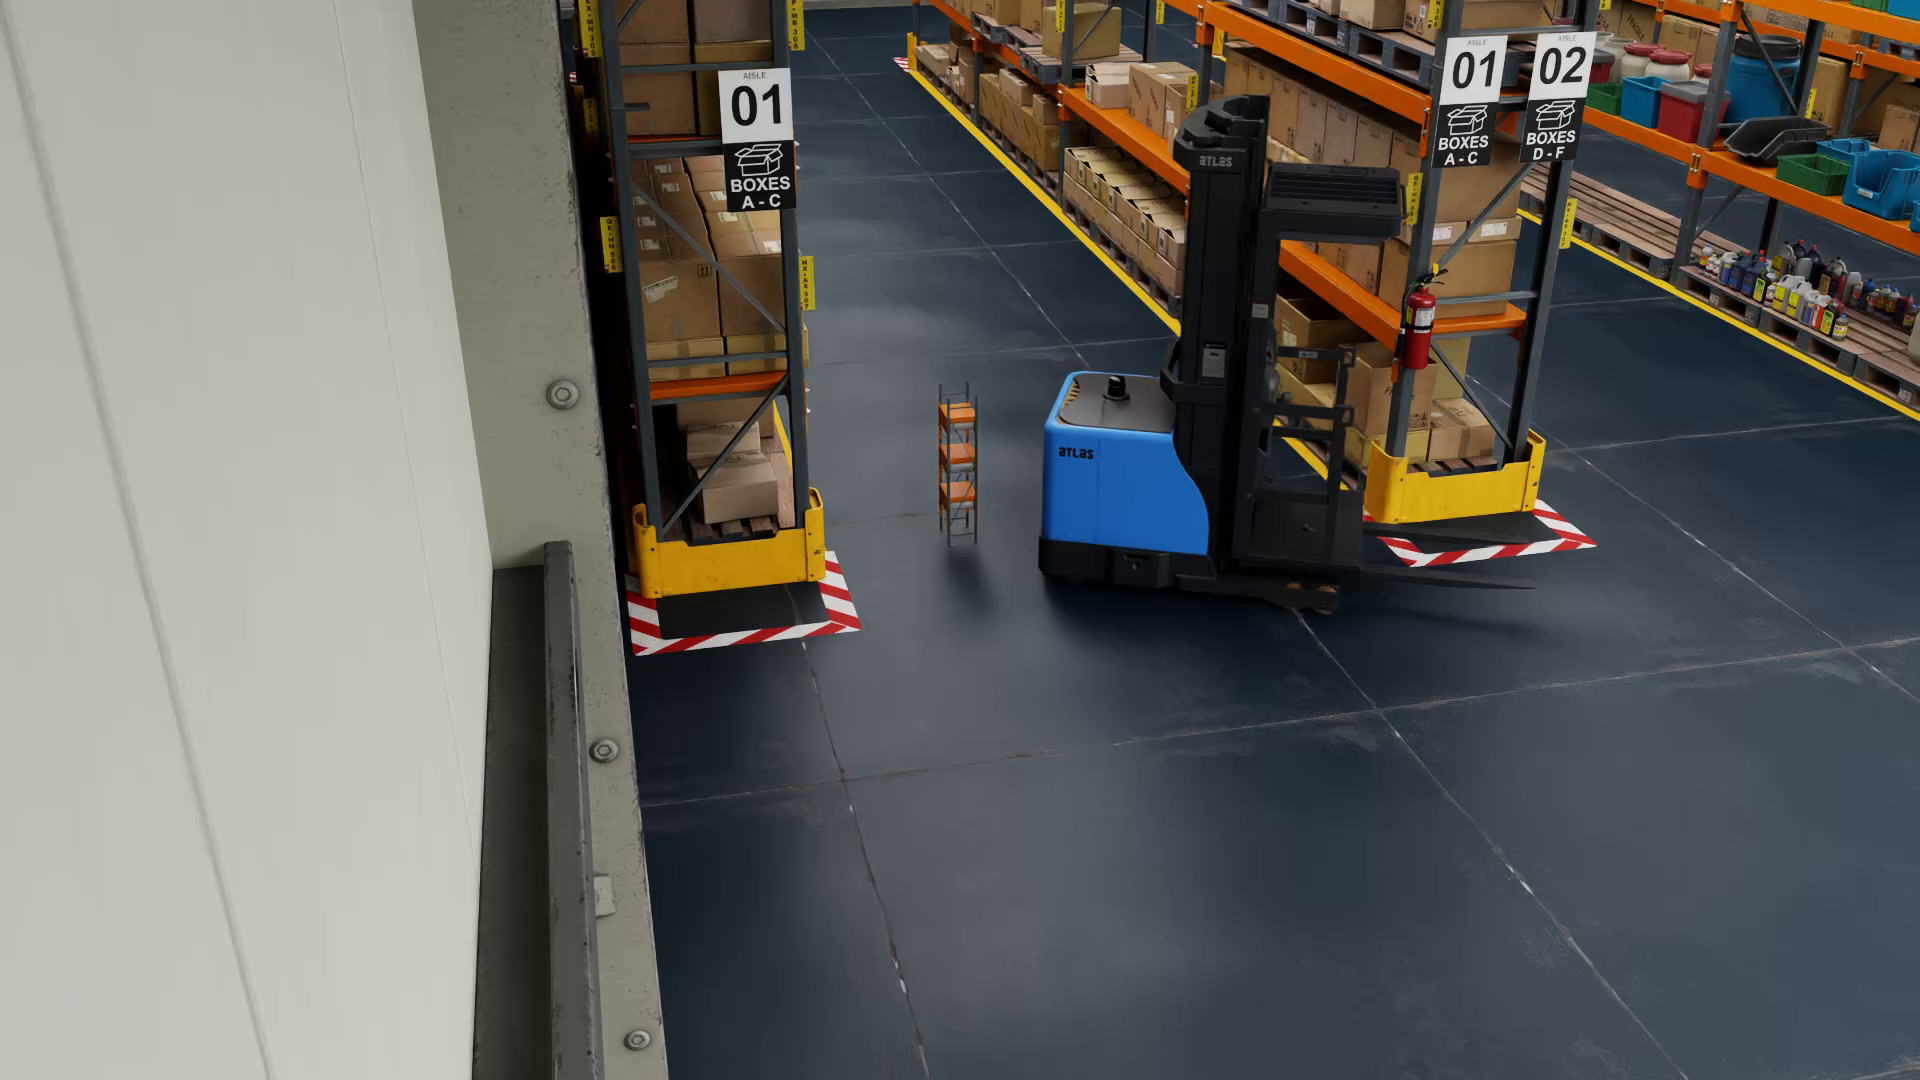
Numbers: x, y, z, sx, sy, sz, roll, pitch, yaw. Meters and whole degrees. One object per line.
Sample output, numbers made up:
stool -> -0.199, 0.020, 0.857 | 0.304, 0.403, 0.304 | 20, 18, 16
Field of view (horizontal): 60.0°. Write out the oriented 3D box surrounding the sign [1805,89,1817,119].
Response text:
sign -> 7.852, -4.006, 15.397 | 0.100, 0.325, 0.005 | -6, 27, -12

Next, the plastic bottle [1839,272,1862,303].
plastic bottle -> 7.888, -2.261, 14.781 | 0.152, 0.276, 0.135 | -5, 27, -11

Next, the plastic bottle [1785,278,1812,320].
plastic bottle -> 7.271, -2.098, 14.375 | 0.144, 0.351, 0.185 | -5, 27, -9

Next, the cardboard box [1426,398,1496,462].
cardboard box -> 3.484, -0.792, 11.922 | 0.500, 0.250, 0.500 | -6, 27, -12

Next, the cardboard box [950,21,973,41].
cardboard box -> 0.145, -7.465, 24.843 | 0.500, 0.500, 0.500 | -6, 27, -12

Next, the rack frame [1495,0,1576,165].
rack frame -> 6.412, -5.588, 18.838 | 1.000, 3.000, 0.127 | -6, 27, -12

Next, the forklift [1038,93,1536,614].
forklift -> 2.071, -1.117, 10.057 | 3.031, 2.935, 1.130 | 6, 27, 11

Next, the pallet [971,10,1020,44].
pallet -> 0.758, -6.395, 20.650 | 1.003, 0.211, 1.213 | -6, 27, -12

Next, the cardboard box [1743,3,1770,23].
cardboard box -> 10.544, -6.997, 21.520 | 0.500, 0.500, 0.500 | -5, 27, -11

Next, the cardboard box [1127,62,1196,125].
cardboard box -> 1.979, -4.396, 16.366 | 0.500, 0.500, 0.500 | -7, 28, -14

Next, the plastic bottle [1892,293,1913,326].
plastic bottle -> 8.077, -1.988, 14.233 | 0.061, 0.283, 0.133 | -5, 27, -11

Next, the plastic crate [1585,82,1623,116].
plastic crate -> 6.646, -4.473, 16.864 | 0.450, 0.188, 0.662 | -6, 27, -12

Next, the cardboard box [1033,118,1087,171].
cardboard box -> 1.146, -4.553, 19.075 | 0.500, 0.500, 0.500 | -5, 27, -10

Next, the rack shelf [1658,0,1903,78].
rack shelf -> 10.787, -6.647, 21.736 | 1.077, 0.370, 4.000 | -6, 27, -12

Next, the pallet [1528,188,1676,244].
pallet -> 6.820, -3.464, 17.725 | 1.003, 0.211, 1.213 | -6, 27, -12

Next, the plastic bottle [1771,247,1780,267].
plastic bottle -> 7.699, -2.651, 15.637 | 0.097, 0.201, 0.097 | 0, 27, 0

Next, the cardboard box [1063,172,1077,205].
cardboard box -> 1.417, -3.786, 17.855 | 0.500, 0.250, 0.500 | -6, 27, -12

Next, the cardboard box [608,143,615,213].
cardboard box -> -2.323, -2.647, 12.324 | 0.500, 0.500, 0.500 | -6, 27, -12

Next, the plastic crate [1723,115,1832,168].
plastic crate -> 7.308, -3.561, 14.892 | 0.767, 0.338, 0.504 | -6, 27, -12

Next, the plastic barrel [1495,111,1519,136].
plastic barrel -> 6.285, -5.019, 19.654 | 0.600, 0.830, 0.708 | -6, 27, -12

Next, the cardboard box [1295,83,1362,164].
cardboard box -> 2.932, -3.099, 12.356 | 0.700, 0.500, 0.500 | -6, 27, -12

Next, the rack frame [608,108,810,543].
rack frame -> -1.437, -1.070, 9.886 | 1.000, 3.000, 0.127 | -6, 27, -12

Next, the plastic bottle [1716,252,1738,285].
plastic bottle -> 7.058, -2.488, 15.232 | 0.152, 0.276, 0.135 | -5, 27, -10

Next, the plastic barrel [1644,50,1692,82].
plastic barrel -> 7.146, -4.657, 16.842 | 0.433, 0.535, 0.433 | 0, 27, 0

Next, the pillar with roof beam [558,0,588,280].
pillar with roof beam -> 0.404, -7.038, 15.054 | 9.100, 9.000, 0.400 | -6, 27, -12

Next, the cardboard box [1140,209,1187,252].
cardboard box -> 1.993, -2.917, 15.510 | 0.500, 0.311, 0.500 | -5, 27, -10

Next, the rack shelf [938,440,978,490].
rack shelf -> -0.012, -0.483, 10.911 | 0.215, 0.259, 0.240 | -6, 27, -12

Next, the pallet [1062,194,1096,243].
pallet -> 1.733, -3.476, 17.749 | 1.003, 0.211, 1.213 | -6, 27, -12

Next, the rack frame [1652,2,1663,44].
rack frame -> 10.336, -7.847, 23.313 | 1.000, 3.000, 0.127 | -6, 27, -12

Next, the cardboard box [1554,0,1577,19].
cardboard box -> 9.862, -8.169, 25.844 | 0.875, 0.875, 0.875 | -6, 27, -12

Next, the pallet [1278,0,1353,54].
pallet -> 2.976, -3.723, 11.914 | 1.003, 0.211, 1.213 | -6, 27, -12

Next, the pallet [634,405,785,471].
pallet -> -1.874, -0.753, 12.354 | 1.003, 0.211, 1.213 | -6, 27, -12

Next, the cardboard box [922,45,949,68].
cardboard box -> -0.259, -7.080, 24.358 | 0.500, 0.250, 0.500 | -6, 27, -12

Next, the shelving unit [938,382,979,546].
shelving unit -> -0.012, -0.492, 10.906 | 0.215, 1.050, 0.252 | -6, 27, -12

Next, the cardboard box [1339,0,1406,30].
cardboard box -> 2.872, -3.575, 11.067 | 0.500, 0.250, 0.500 | -6, 27, -12

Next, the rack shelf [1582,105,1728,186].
rack shelf -> 6.863, -4.388, 17.260 | 1.077, 0.370, 4.000 | -6, 27, -12

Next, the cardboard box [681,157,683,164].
cardboard box -> -1.813, -2.708, 12.444 | 0.500, 0.500, 0.500 | -6, 27, -12

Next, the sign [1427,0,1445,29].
sign -> 2.856, -3.224, 9.932 | 0.100, 0.325, 0.005 | -6, 27, -12

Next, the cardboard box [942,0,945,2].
cardboard box -> -0.032, -7.755, 23.021 | 0.500, 0.500, 0.500 | -6, 27, -11

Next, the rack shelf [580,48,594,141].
rack shelf -> -3.691, -5.138, 18.746 | 1.077, 0.370, 4.000 | -6, 27, -12

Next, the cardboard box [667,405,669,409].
cardboard box -> -1.998, -1.045, 12.514 | 0.380, 0.149, 0.250 | -8, 28, -16

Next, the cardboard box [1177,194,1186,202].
cardboard box -> 2.411, -3.195, 16.060 | 0.500, 0.311, 0.500 | -7, 28, -13

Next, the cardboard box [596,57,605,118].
cardboard box -> -1.910, -2.833, 9.919 | 0.500, 0.500, 0.500 | -6, 27, -11

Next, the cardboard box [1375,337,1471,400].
cardboard box -> 3.370, -1.346, 12.188 | 0.500, 0.500, 0.500 | -6, 27, -12

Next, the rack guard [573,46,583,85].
rack guard -> -5.048, -6.988, 24.387 | 1.175, 0.500, 0.348 | -6, 27, -12

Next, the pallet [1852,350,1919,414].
pallet -> 7.974, -1.216, 13.272 | 1.003, 0.211, 1.213 | -6, 27, -12

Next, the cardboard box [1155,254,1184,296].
cardboard box -> 2.111, -2.443, 15.193 | 0.500, 0.250, 0.500 | -6, 27, -12

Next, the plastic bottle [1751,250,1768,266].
plastic bottle -> 7.232, -2.464, 15.100 | 0.144, 0.351, 0.185 | -6, 27, -12

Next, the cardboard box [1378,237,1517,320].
cardboard box -> 3.295, -1.825, 11.272 | 0.700, 0.500, 0.500 | -6, 27, -12
